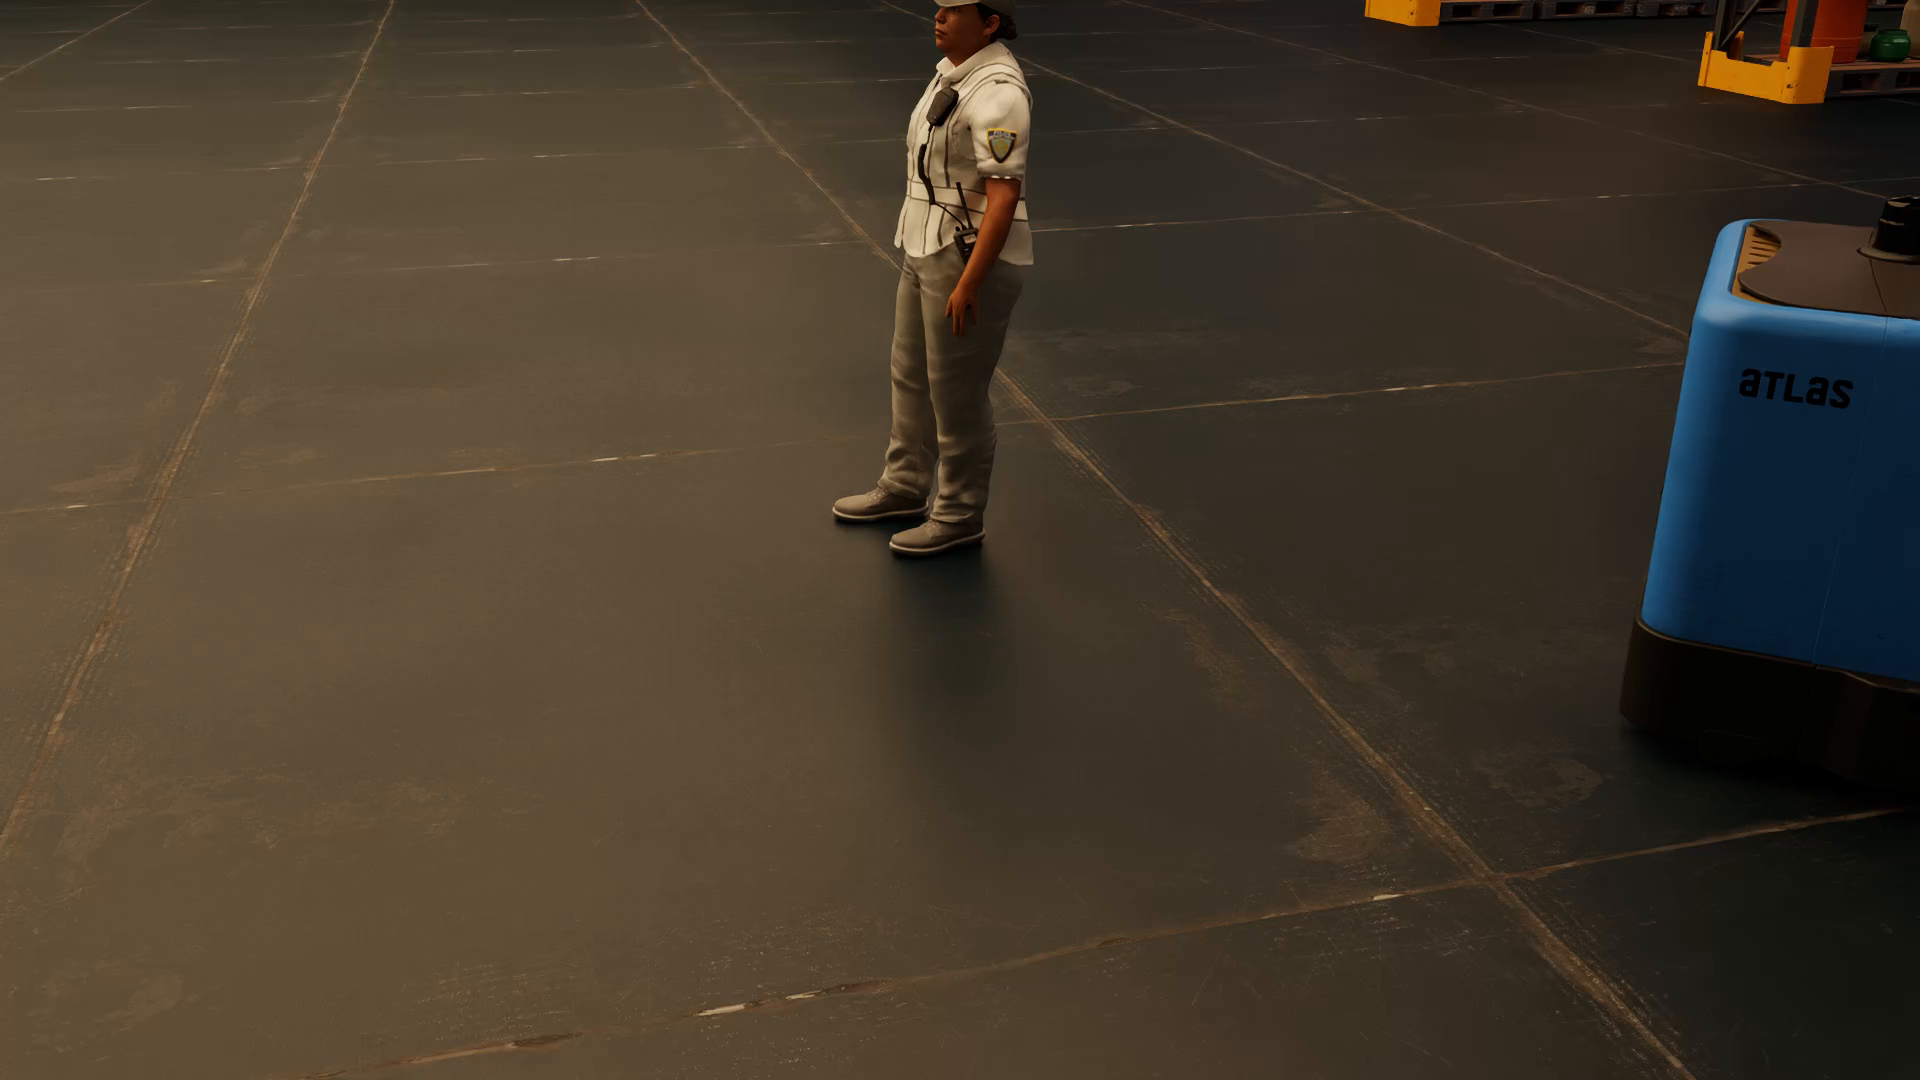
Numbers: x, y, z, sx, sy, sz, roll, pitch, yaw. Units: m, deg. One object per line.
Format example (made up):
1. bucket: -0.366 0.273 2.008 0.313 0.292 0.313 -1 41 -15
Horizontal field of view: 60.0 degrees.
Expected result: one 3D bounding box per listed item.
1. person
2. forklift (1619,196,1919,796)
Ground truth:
1. person: -0.080 -0.770 4.727 0.529 1.661 0.597 -6 24 -14
2. forklift: 3.109 -0.777 3.136 3.031 2.935 1.130 11 25 24
